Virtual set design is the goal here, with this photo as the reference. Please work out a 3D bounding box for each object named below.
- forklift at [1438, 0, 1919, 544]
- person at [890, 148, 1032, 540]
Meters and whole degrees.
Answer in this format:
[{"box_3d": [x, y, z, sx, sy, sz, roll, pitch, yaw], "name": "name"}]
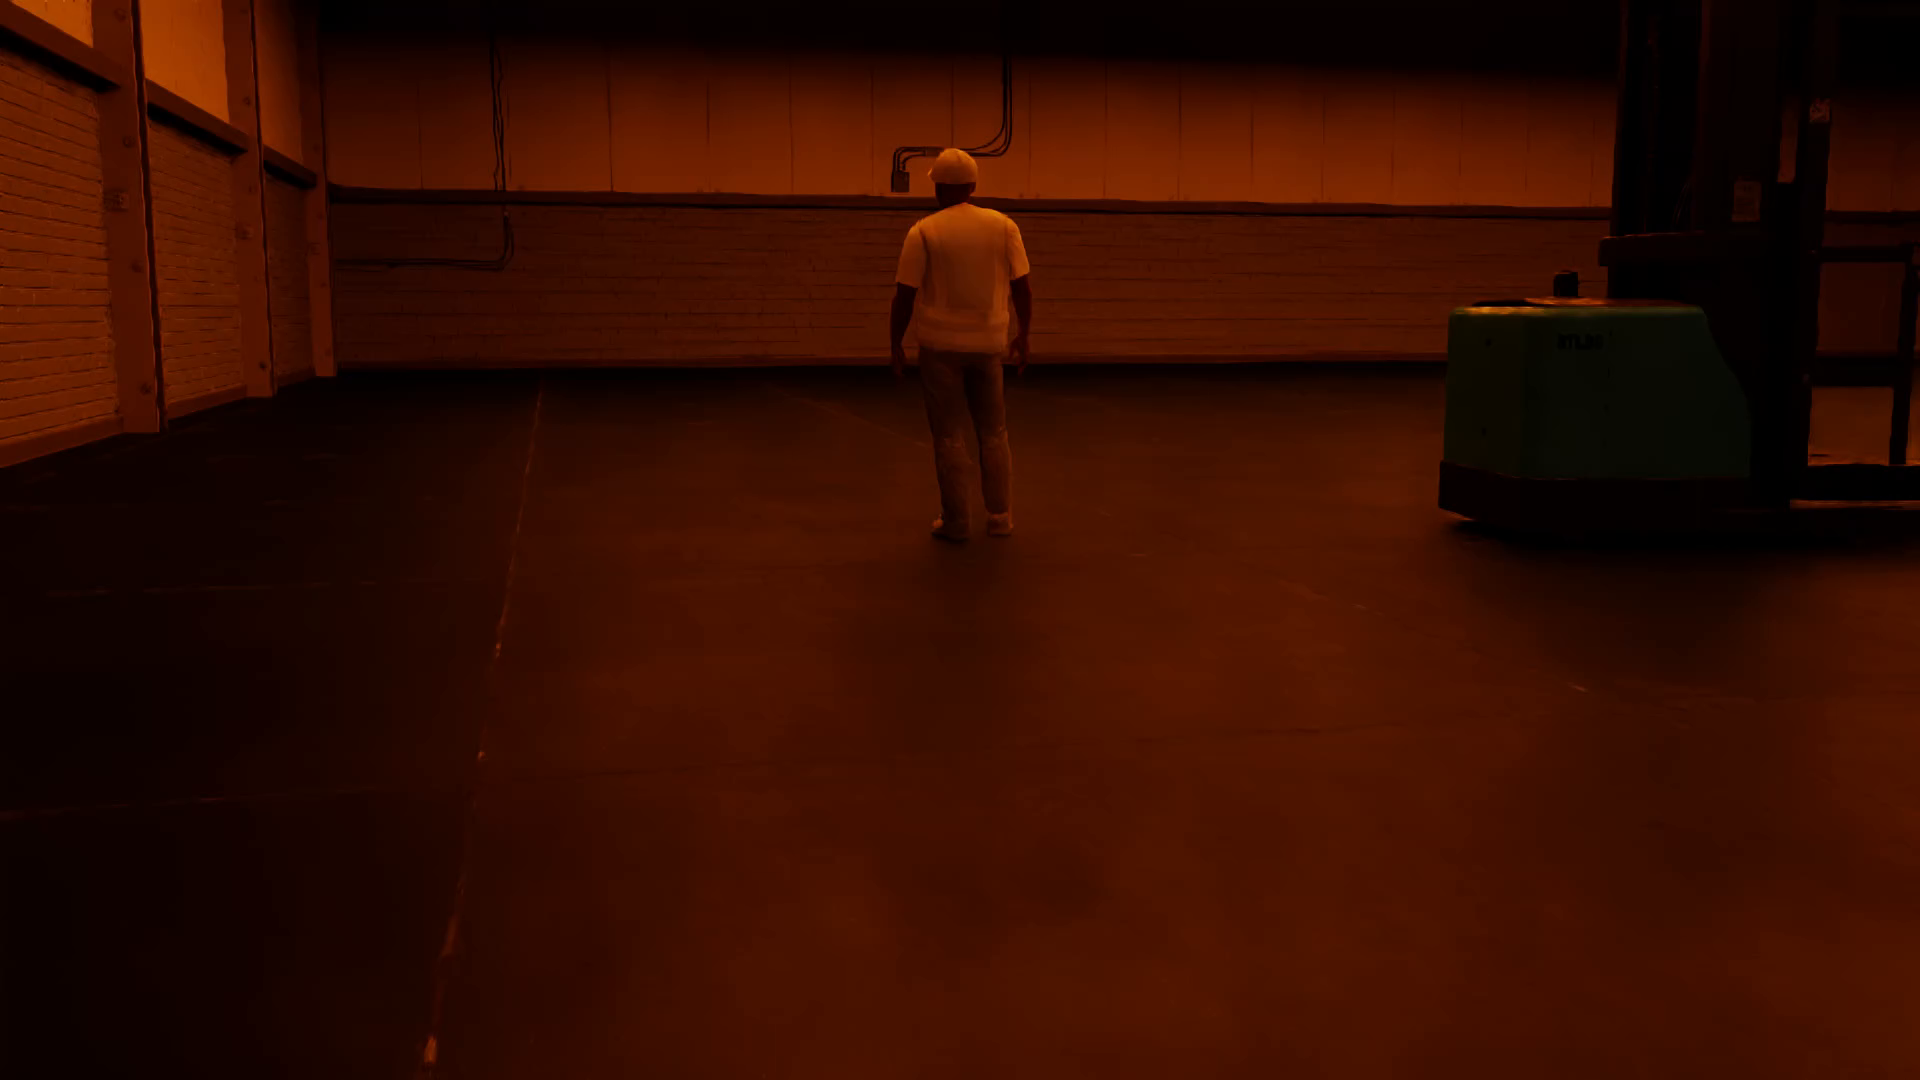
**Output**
[{"box_3d": [3.954, -1.504, 7.881, 3.031, 2.935, 1.130, -1, 8, -6], "name": "forklift"}, {"box_3d": [-0.011, -0.891, 7.652, 0.665, 1.766, 0.576, -2, 8, -13], "name": "person"}]
